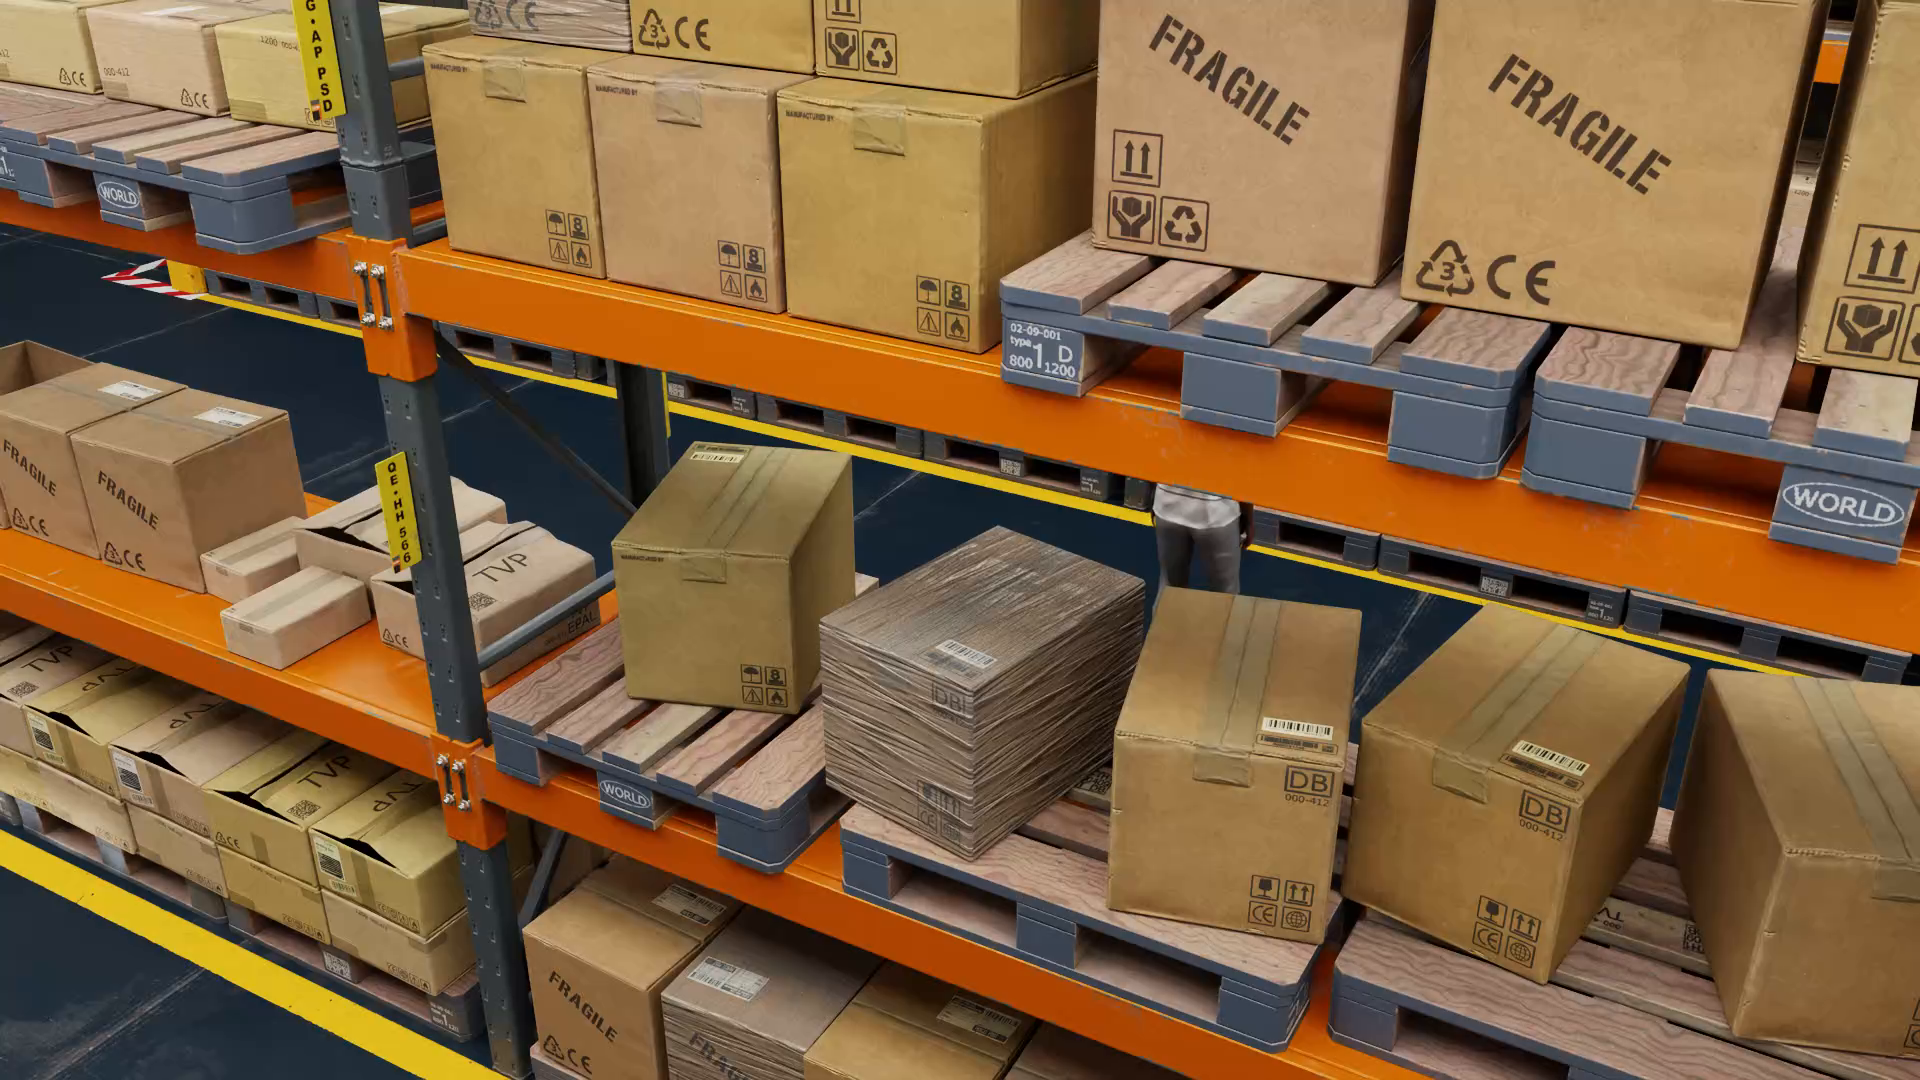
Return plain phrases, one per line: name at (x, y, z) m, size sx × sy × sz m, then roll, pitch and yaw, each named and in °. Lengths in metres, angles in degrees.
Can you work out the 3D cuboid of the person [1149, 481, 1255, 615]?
person at (1.066, -0.112, 7.338) m, size 0.507 × 1.660 × 0.394 m, roll 14°, pitch 30°, yaw 26°
